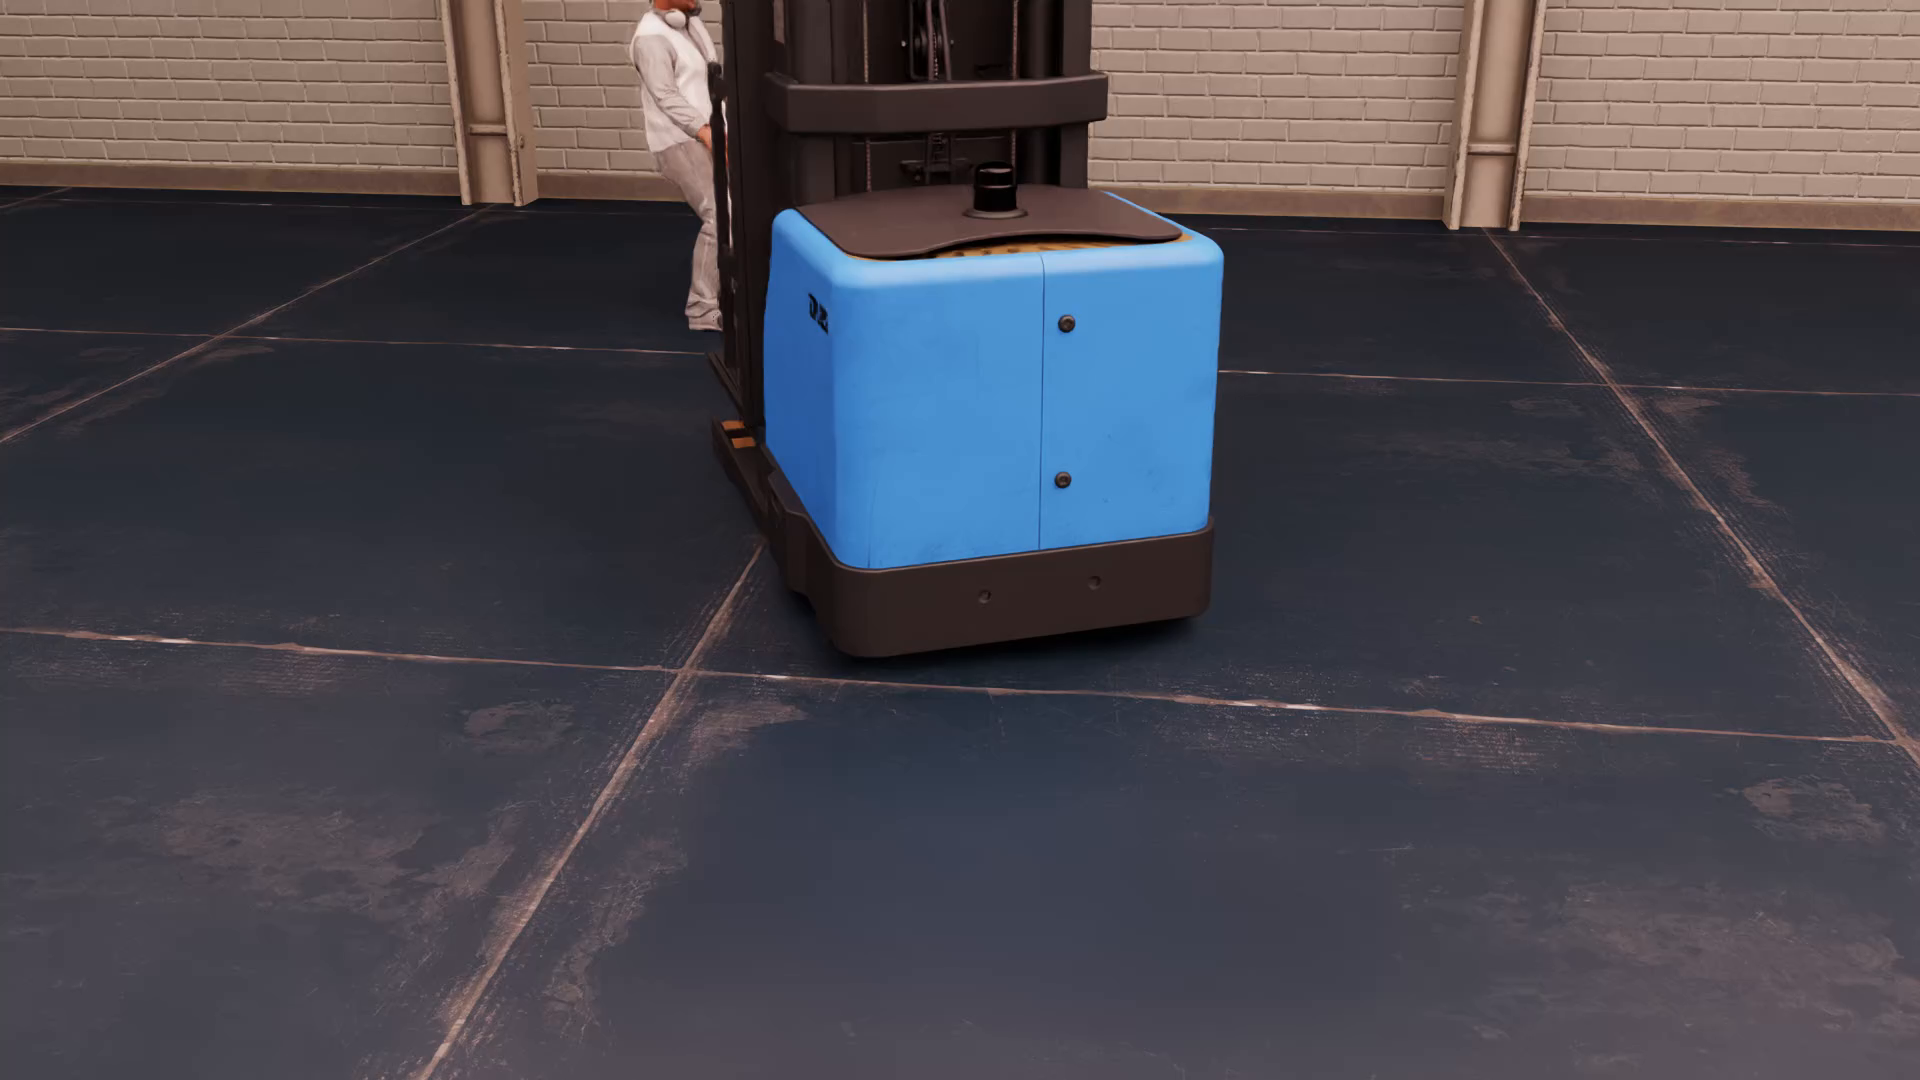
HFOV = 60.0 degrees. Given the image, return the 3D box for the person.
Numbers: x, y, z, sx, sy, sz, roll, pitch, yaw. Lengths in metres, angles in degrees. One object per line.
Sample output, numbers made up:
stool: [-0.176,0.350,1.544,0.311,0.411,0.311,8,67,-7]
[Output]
person: [-1.152,-1.834,7.529,0.622,1.650,0.787,6,23,16]

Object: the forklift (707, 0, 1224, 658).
forklift: [-0.235,-1.580,5.177,1.130,2.935,3.031,-7,23,-16]
